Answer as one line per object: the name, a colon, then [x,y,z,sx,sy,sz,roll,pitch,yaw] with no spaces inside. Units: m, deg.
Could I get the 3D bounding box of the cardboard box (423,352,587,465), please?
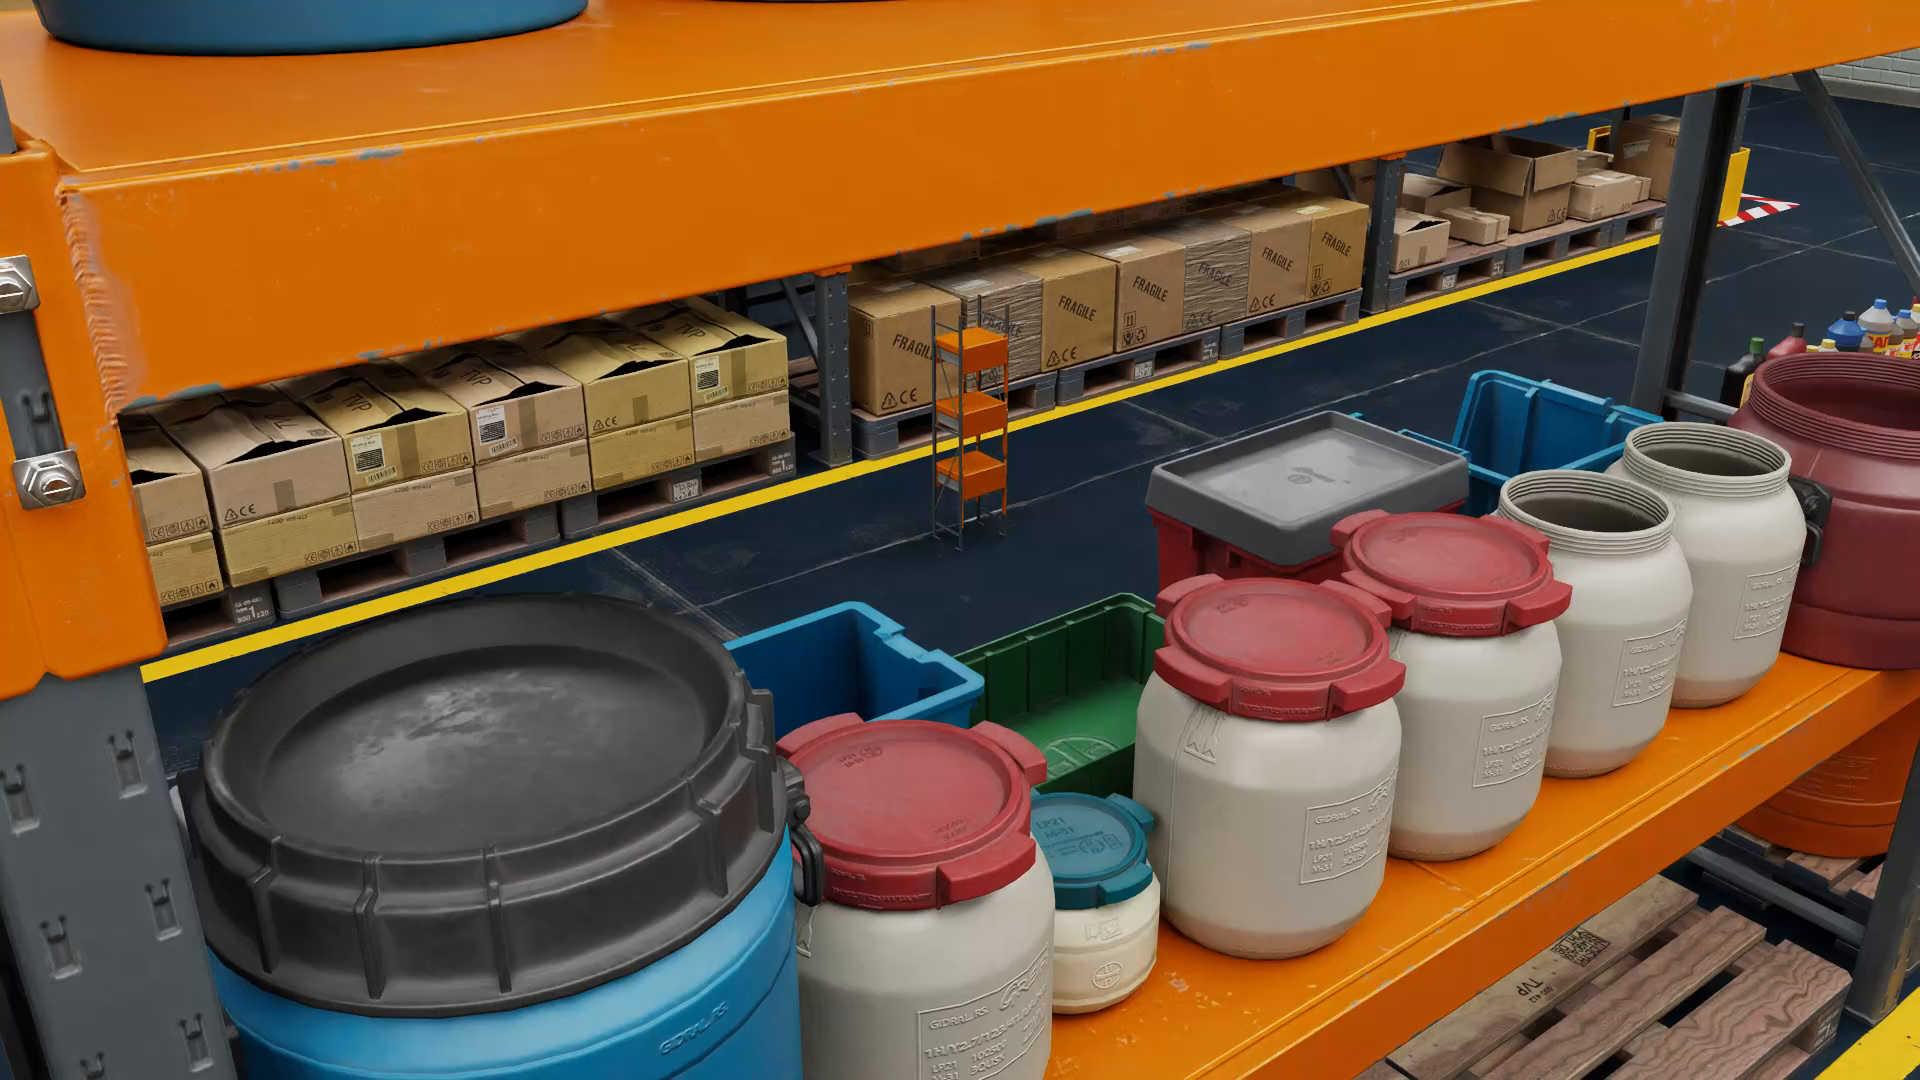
cardboard box: [-1.939,-0.592,7.064,0.500,0.311,0.500,-18,31,-34]

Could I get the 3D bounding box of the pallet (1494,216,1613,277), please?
pallet: [3.775,-2.150,11.633,1.213,0.211,1.003,-18,31,-34]

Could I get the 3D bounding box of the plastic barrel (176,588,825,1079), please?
plastic barrel: [-0.478,0.574,1.855,0.708,0.901,0.600,-18,31,-34]

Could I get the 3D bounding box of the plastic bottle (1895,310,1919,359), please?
plastic bottle: [2.977,-0.630,5.279,0.097,0.201,0.097,0,25,0]

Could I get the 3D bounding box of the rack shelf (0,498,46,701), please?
rack shelf: [-2.542,0.287,0.361,4.000,0.370,1.077,-18,31,-34]

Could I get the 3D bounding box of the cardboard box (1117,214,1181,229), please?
cardboard box: [0.931,-1.670,9.732,0.500,0.500,0.500,-18,30,-33]

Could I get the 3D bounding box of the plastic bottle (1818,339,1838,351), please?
plastic bottle: [2.594,-0.503,5.007,0.097,0.201,0.097,0,25,0]

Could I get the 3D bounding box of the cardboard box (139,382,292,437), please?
cardboard box: [-3.081,-0.504,6.875,0.500,0.311,0.500,-18,31,-34]

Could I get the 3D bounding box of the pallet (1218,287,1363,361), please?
pallet: [1.656,-1.430,10.080,1.213,0.211,1.003,-18,31,-34]

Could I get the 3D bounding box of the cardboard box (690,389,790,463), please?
cardboard box: [-1.138,-0.605,7.759,0.500,0.250,0.500,-17,30,-33]

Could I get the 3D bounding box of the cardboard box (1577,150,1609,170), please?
cardboard box: [4.424,-2.733,12.319,0.500,0.250,0.500,-18,31,-34]

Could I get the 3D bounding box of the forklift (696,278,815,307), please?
forklift: [-2.008,-2.464,9.077,3.031,2.935,1.130,-19,31,-36]

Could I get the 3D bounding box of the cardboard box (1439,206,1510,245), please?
cardboard box: [3.411,-2.098,11.051,0.250,0.166,0.380,-18,31,-34]

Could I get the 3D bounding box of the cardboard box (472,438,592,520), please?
cardboard box: [-1.939,-0.341,7.188,0.500,0.250,0.500,-17,30,-33]

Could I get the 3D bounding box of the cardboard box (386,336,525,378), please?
cardboard box: [-2.279,-0.767,7.442,0.500,0.311,0.500,-19,31,-35]

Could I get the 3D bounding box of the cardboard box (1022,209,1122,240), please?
cardboard box: [0.561,-1.889,9.314,0.500,0.250,0.500,-19,31,-35]

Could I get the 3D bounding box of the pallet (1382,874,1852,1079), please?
pallet: [1.545,1.216,4.380,1.213,0.211,1.003,-18,31,-34]

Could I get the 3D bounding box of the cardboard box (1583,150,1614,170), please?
cardboard box: [4.879,-2.869,12.733,0.250,0.149,0.380,-18,31,-34]

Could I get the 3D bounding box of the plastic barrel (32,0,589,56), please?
plastic barrel: [-0.702,-0.991,1.663,0.708,0.901,0.600,-18,31,-34]

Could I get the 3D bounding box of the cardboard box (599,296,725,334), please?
cardboard box: [-1.468,-1.038,8.026,0.500,0.311,0.500,-17,30,-32]

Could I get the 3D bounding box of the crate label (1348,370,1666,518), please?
crate label: [1.230,-0.085,3.829,0.616,0.435,0.502,-18,31,-34]

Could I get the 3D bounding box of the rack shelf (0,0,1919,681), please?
rack shelf: [0.605,-0.752,2.600,4.000,0.370,1.077,-18,31,-34]

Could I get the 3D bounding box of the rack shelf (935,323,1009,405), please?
rack shelf: [0.042,-0.738,6.944,0.240,0.259,0.215,-18,31,-34]

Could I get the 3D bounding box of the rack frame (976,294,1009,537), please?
rack frame: [0.138,-0.522,7.127,0.008,1.050,0.200,-18,31,-34]

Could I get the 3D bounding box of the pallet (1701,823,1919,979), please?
pallet: [2.774,0.809,5.257,1.213,0.211,1.003,-18,31,-34]

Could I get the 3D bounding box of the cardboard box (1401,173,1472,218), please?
cardboard box: [3.137,-2.335,11.390,0.500,0.311,0.500,-18,31,-34]

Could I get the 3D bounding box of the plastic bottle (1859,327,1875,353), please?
plastic bottle: [2.748,-0.554,5.116,0.097,0.201,0.097,0,25,0]

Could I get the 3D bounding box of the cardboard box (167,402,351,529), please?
cardboard box: [-2.740,-0.326,6.491,0.500,0.311,0.500,-19,31,-36]

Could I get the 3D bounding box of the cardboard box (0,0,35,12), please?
cardboard box: [-5.717,-3.171,9.877,0.500,0.500,0.700,-14,28,-27]

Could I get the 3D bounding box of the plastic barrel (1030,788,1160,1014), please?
plastic barrel: [0.168,0.571,2.621,0.301,0.262,0.301,0,25,0]

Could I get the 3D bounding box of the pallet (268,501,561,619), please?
pallet: [-2.506,-0.099,7.212,1.213,0.211,1.003,-18,31,-34]

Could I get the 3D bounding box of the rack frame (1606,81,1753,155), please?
rack frame: [5.421,-3.958,12.215,0.127,3.000,1.000,-18,31,-34]

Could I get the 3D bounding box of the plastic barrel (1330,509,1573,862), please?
plastic barrel: [0.837,0.261,2.963,0.433,0.535,0.433,0,25,0]

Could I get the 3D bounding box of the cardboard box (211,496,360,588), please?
cardboard box: [-2.743,-0.074,6.614,0.500,0.250,0.500,-19,31,-36]

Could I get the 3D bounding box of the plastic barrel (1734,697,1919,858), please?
plastic barrel: [2.554,0.423,4.853,0.708,0.830,0.600,-18,31,-34]

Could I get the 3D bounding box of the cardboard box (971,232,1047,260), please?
cardboard box: [0.124,-1.400,9.151,0.500,0.500,0.500,-20,31,-36]

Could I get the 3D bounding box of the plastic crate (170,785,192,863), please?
plastic crate: [-0.776,0.545,2.436,0.583,0.464,0.402,-18,31,-34]

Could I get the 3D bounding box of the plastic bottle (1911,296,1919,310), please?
plastic bottle: [3.134,-0.728,5.394,0.133,0.283,0.061,-18,31,-34]

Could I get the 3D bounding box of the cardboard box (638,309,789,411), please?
cardboard box: [-1.135,-0.860,7.640,0.500,0.311,0.500,-17,30,-33]

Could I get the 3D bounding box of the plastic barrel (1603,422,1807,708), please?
plastic barrel: [1.501,0.050,3.447,0.421,0.512,0.421,0,25,0]

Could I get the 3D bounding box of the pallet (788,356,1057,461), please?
pallet: [-0.264,-0.796,8.715,1.213,0.211,1.003,-18,31,-34]

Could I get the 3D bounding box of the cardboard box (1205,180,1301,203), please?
cardboard box: [1.742,-1.939,10.312,0.500,0.500,0.500,-20,31,-36]

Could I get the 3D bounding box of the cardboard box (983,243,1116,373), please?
cardboard box: [0.466,-1.235,8.795,0.500,0.500,0.500,-19,31,-35]

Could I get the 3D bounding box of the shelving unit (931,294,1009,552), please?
shelving unit: [0.042,-0.490,7.059,0.252,1.050,0.215,-18,31,-34]

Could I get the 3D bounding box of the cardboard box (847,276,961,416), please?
cardboard box: [-0.340,-0.969,8.221,0.500,0.500,0.500,-17,30,-32]

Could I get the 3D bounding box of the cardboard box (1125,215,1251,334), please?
cardboard box: [1.273,-1.505,9.377,0.500,0.500,0.500,-18,30,-33]

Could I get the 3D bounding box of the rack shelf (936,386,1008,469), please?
rack shelf: [0.042,-0.480,7.063,0.240,0.259,0.215,-18,31,-34]

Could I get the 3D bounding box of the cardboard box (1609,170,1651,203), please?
cardboard box: [4.771,-2.574,12.076,0.250,0.166,0.380,-18,31,-34]

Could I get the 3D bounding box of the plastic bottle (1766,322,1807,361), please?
plastic bottle: [2.416,-0.491,4.884,0.133,0.283,0.061,-18,31,-34]

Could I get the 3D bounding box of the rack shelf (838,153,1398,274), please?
rack shelf: [0.699,-2.073,9.008,4.000,0.370,1.077,-18,31,-34]

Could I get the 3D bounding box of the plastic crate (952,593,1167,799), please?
plastic crate: [0.228,0.352,3.181,0.662,0.188,0.450,-18,31,-34]

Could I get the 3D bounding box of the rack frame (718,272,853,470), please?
rack frame: [-0.875,-1.880,7.737,0.127,3.000,1.000,-18,31,-34]

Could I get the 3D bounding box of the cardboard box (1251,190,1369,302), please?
cardboard box: [2.062,-1.761,9.928,0.500,0.500,0.500,-18,31,-34]

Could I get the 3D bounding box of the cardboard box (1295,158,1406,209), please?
cardboard box: [2.546,-2.226,10.931,0.500,0.500,0.500,-18,31,-34]
